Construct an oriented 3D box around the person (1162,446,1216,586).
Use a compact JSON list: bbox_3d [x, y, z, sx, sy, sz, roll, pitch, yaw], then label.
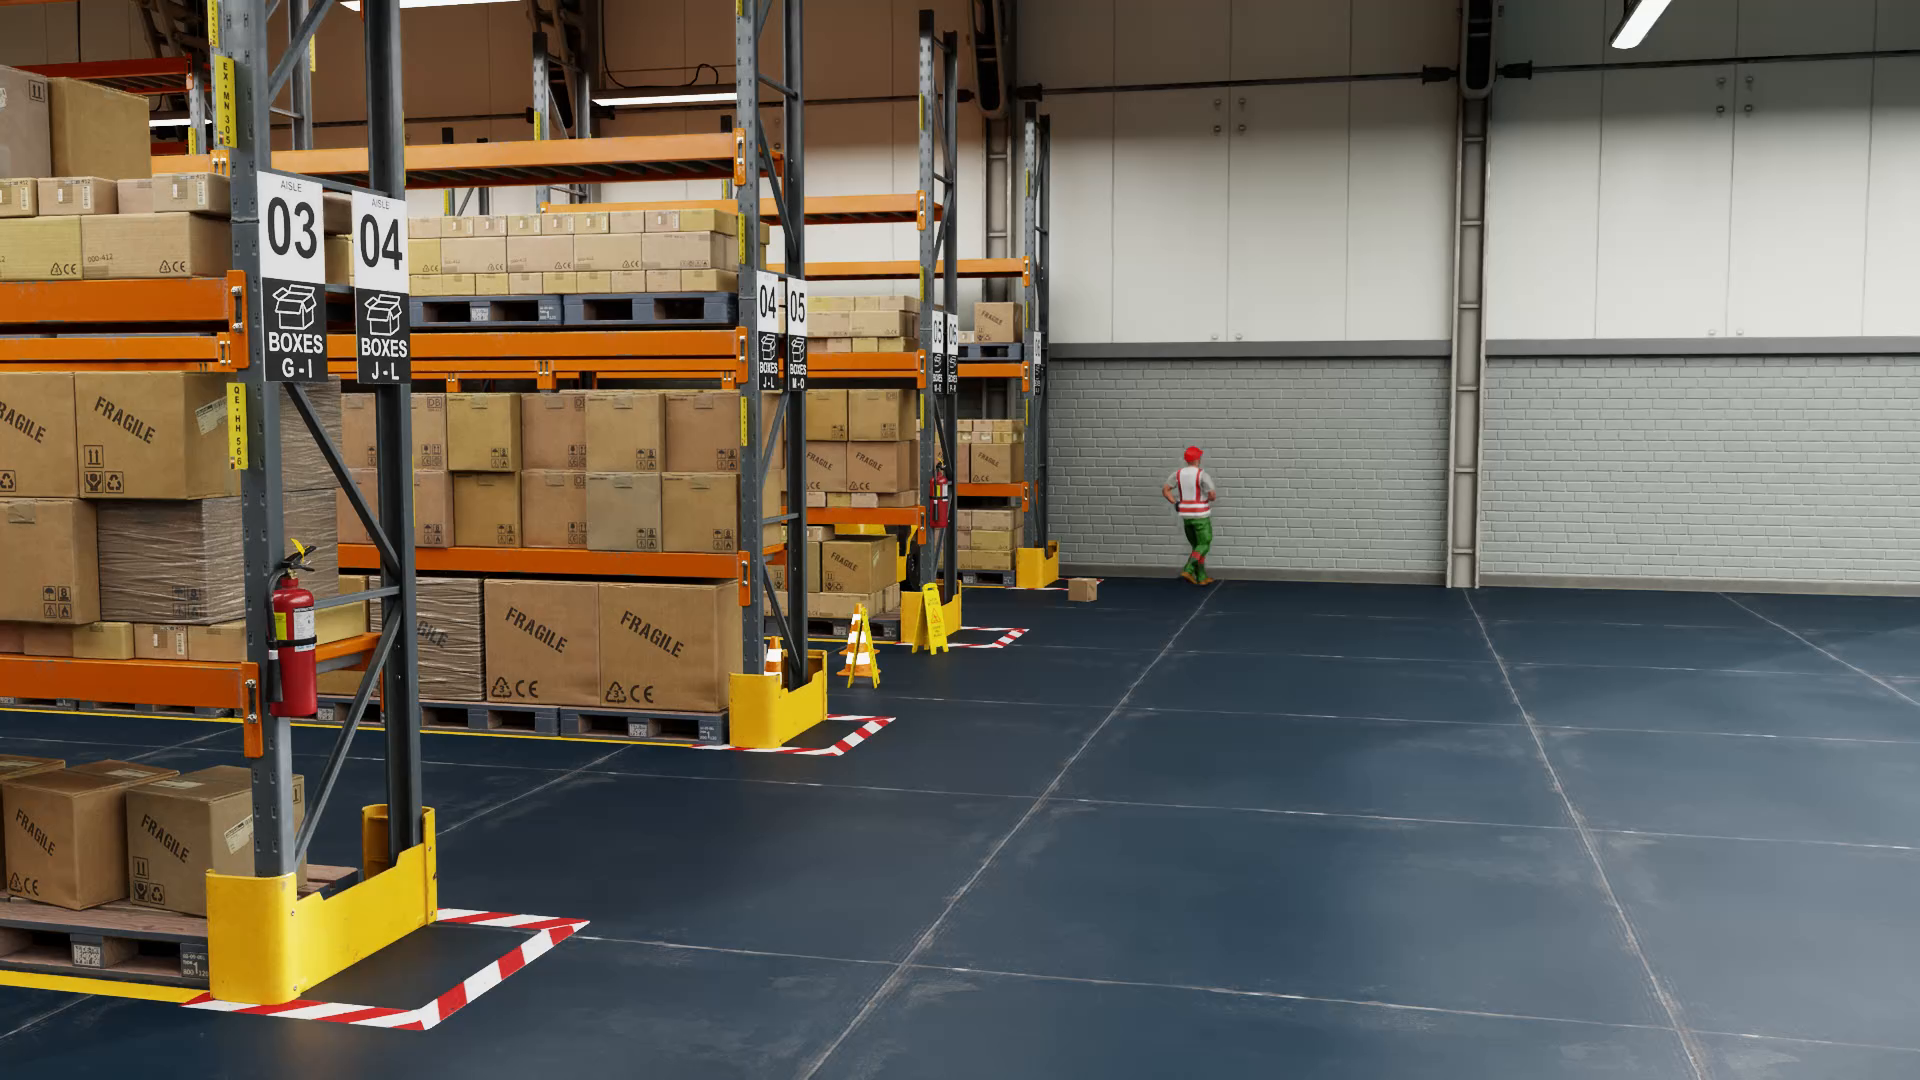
[{"bbox_3d":[2.959,-0.293,20.778,0.669,1.768,0.839,4,6,42],"label":"person"}]
